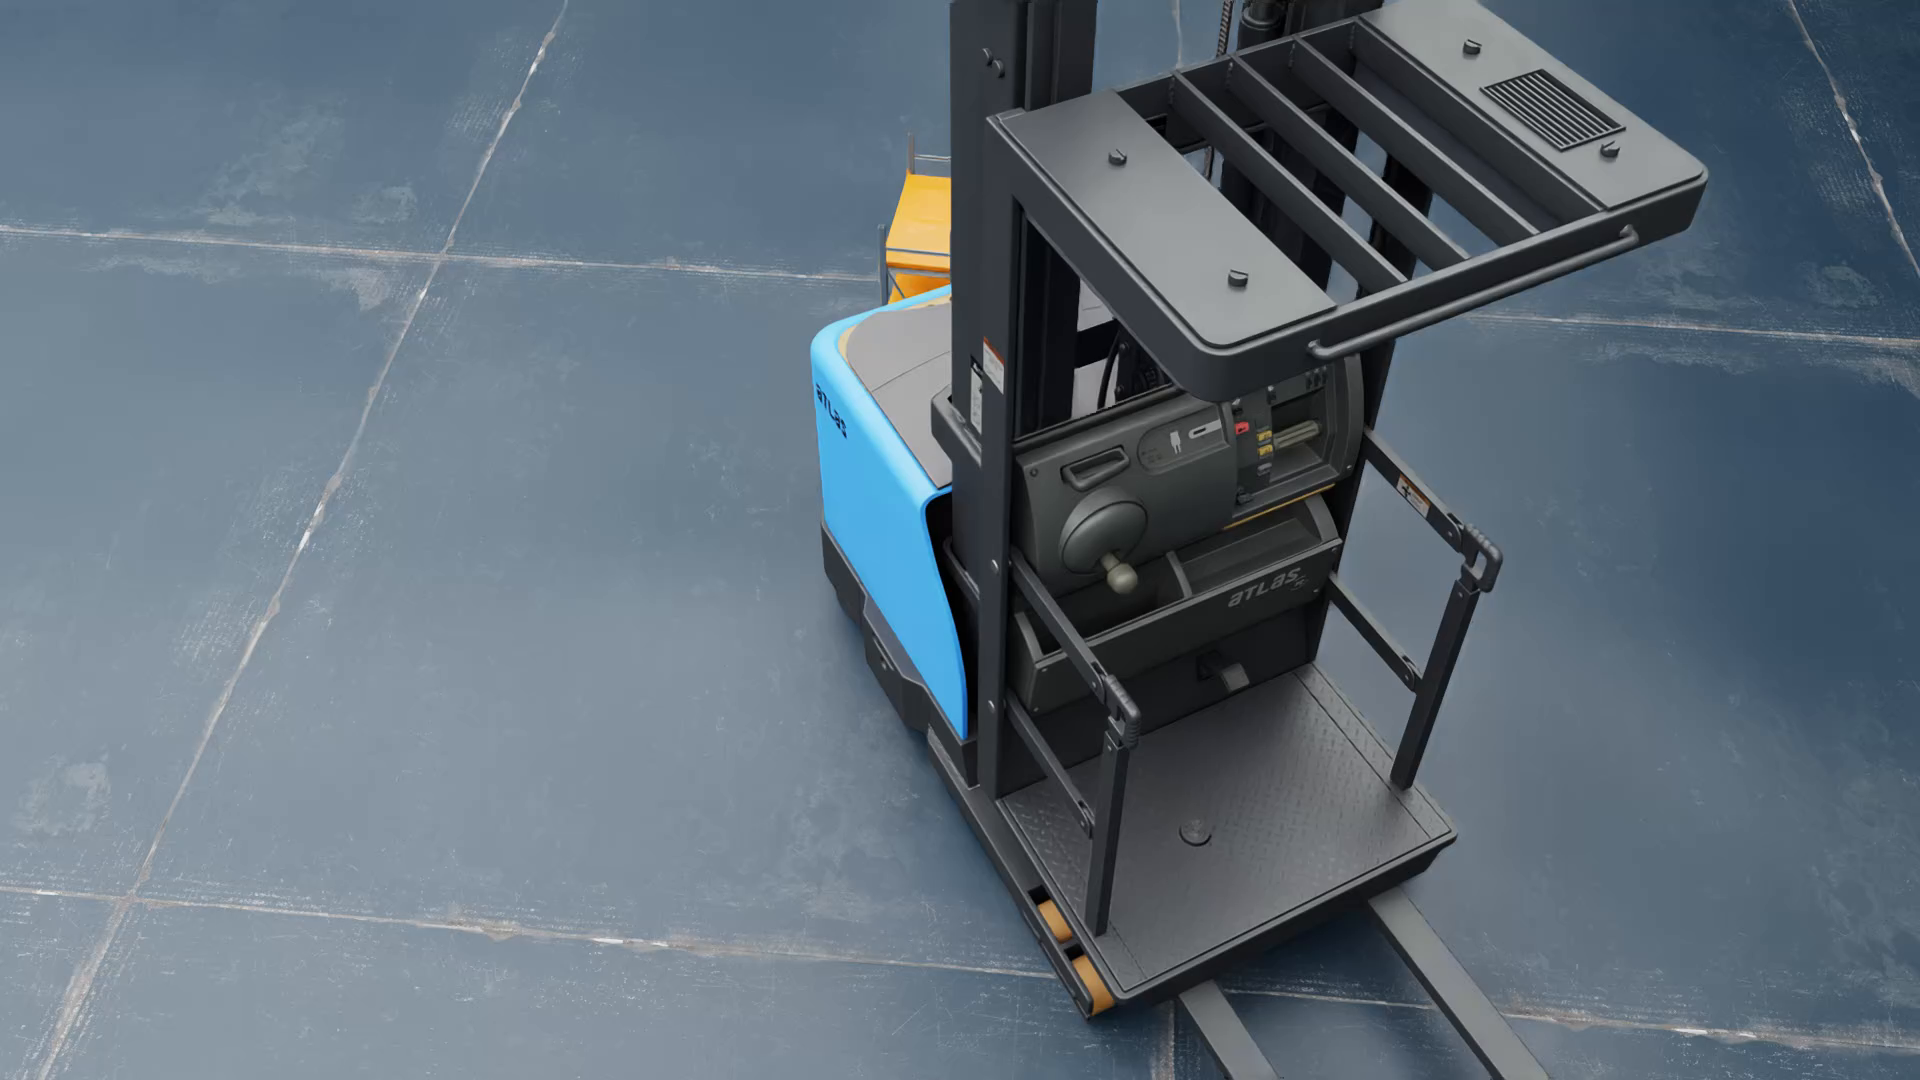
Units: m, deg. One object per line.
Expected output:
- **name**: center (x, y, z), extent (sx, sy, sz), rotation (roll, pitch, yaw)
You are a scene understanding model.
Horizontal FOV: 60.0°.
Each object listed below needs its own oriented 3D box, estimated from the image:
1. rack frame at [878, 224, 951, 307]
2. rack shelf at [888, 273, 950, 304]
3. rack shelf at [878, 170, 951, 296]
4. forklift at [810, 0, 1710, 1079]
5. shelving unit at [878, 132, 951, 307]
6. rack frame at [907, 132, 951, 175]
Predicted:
- **rack frame**: center (-0.127, -0.523, 5.415), extent (0.240, 1.200, 0.015), rotation (7, 48, 6)
- **rack shelf**: center (-0.088, -0.806, 5.462), extent (0.258, 0.148, 0.480), rotation (7, 48, 6)
- **rack shelf**: center (-0.088, -0.966, 5.288), extent (0.258, 0.148, 0.480), rotation (7, 48, 6)
- **forklift**: center (0.669, -0.077, 3.834), extent (1.130, 2.935, 3.031), rotation (-21, 51, -18)
- **shelving unit**: center (-0.088, -0.701, 5.578), extent (0.258, 1.200, 0.503), rotation (7, 48, 6)
- **rack frame**: center (-0.049, -0.879, 5.740), extent (0.240, 1.200, 0.015), rotation (7, 48, 6)
